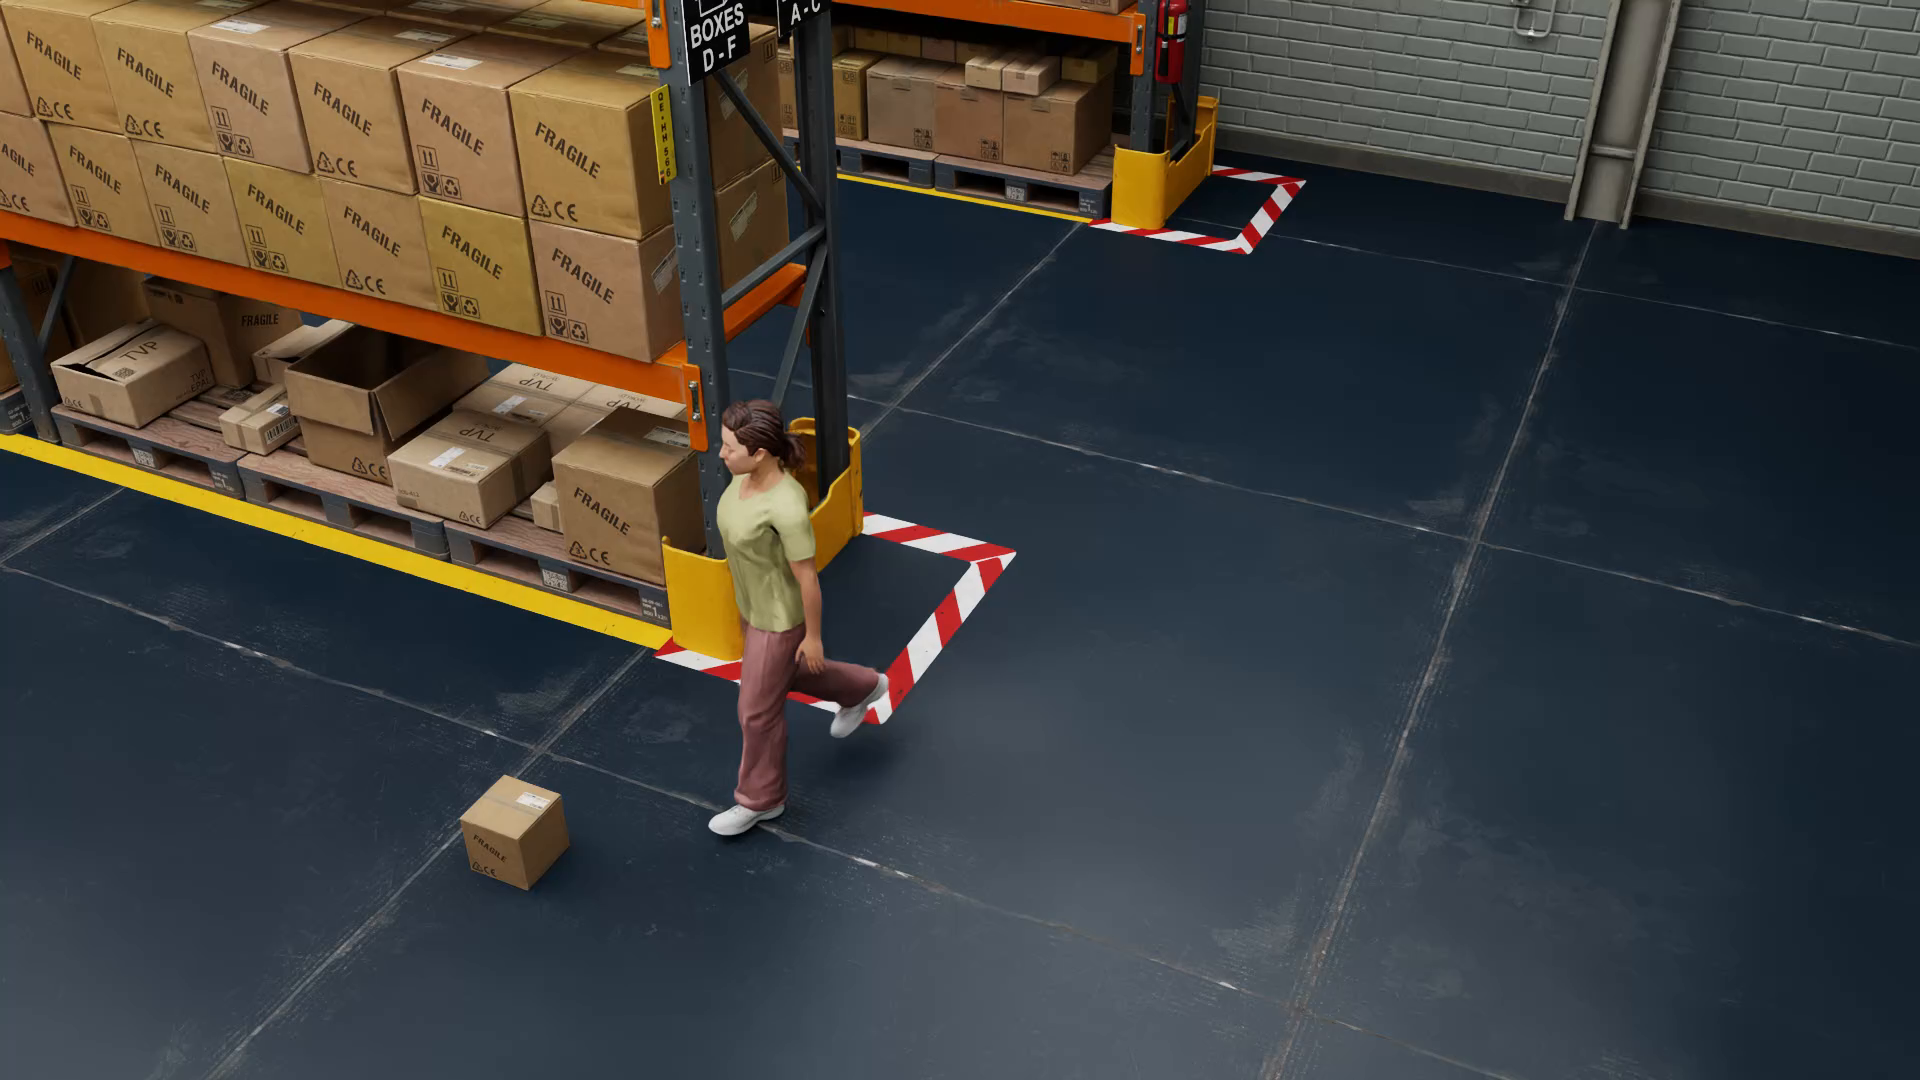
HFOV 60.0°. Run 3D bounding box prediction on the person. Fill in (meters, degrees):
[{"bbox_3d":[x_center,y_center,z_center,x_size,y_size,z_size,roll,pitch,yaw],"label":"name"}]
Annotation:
[{"bbox_3d":[-0.588,0.225,5.794,0.823,1.659,0.498,-15,37,-21],"label":"person"}]
